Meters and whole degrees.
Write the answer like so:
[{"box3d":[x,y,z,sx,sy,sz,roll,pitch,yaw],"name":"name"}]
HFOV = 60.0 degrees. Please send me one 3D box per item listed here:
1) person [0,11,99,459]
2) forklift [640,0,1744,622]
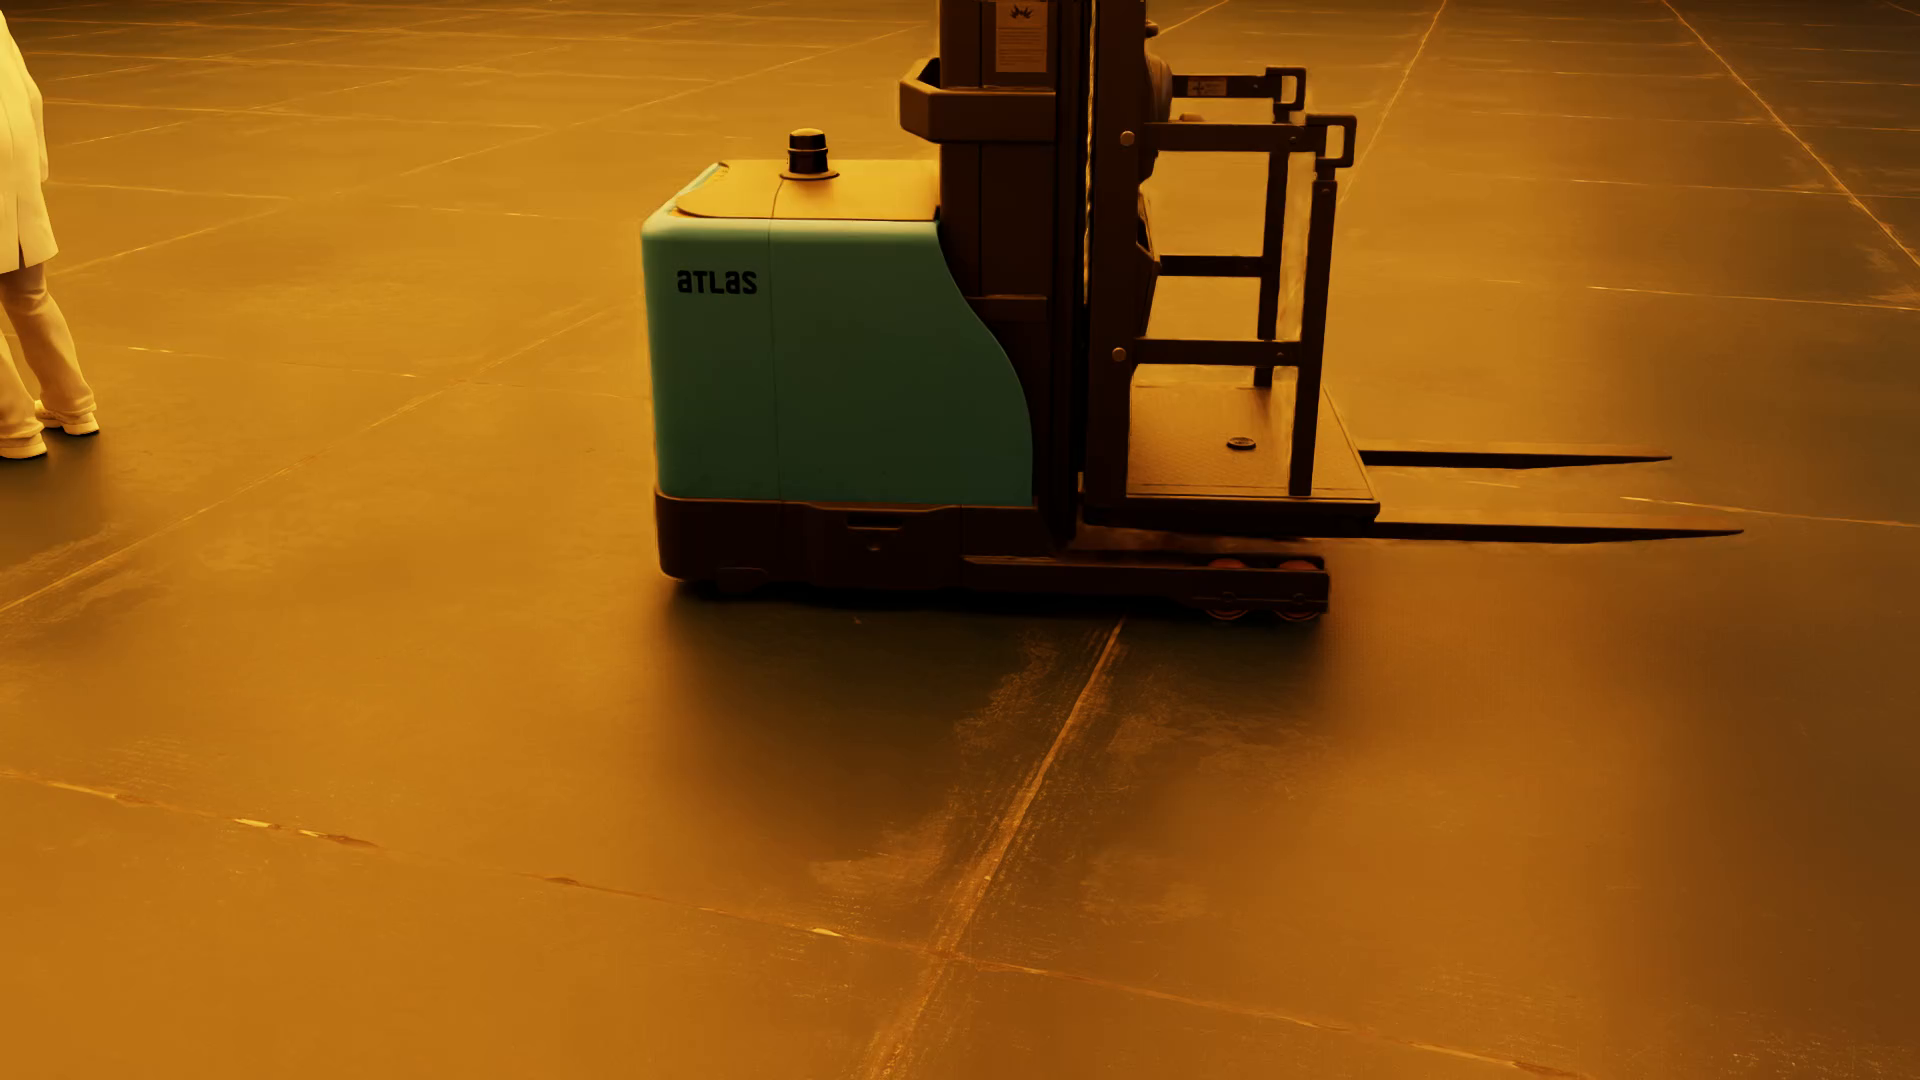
[{"box3d":[-3.336,-1.160,5.609,0.436,1.772,0.644,5,23,13],"name":"person"},{"box3d":[0.682,-1.340,4.526,3.031,2.935,1.130,1,22,4],"name":"forklift"}]
